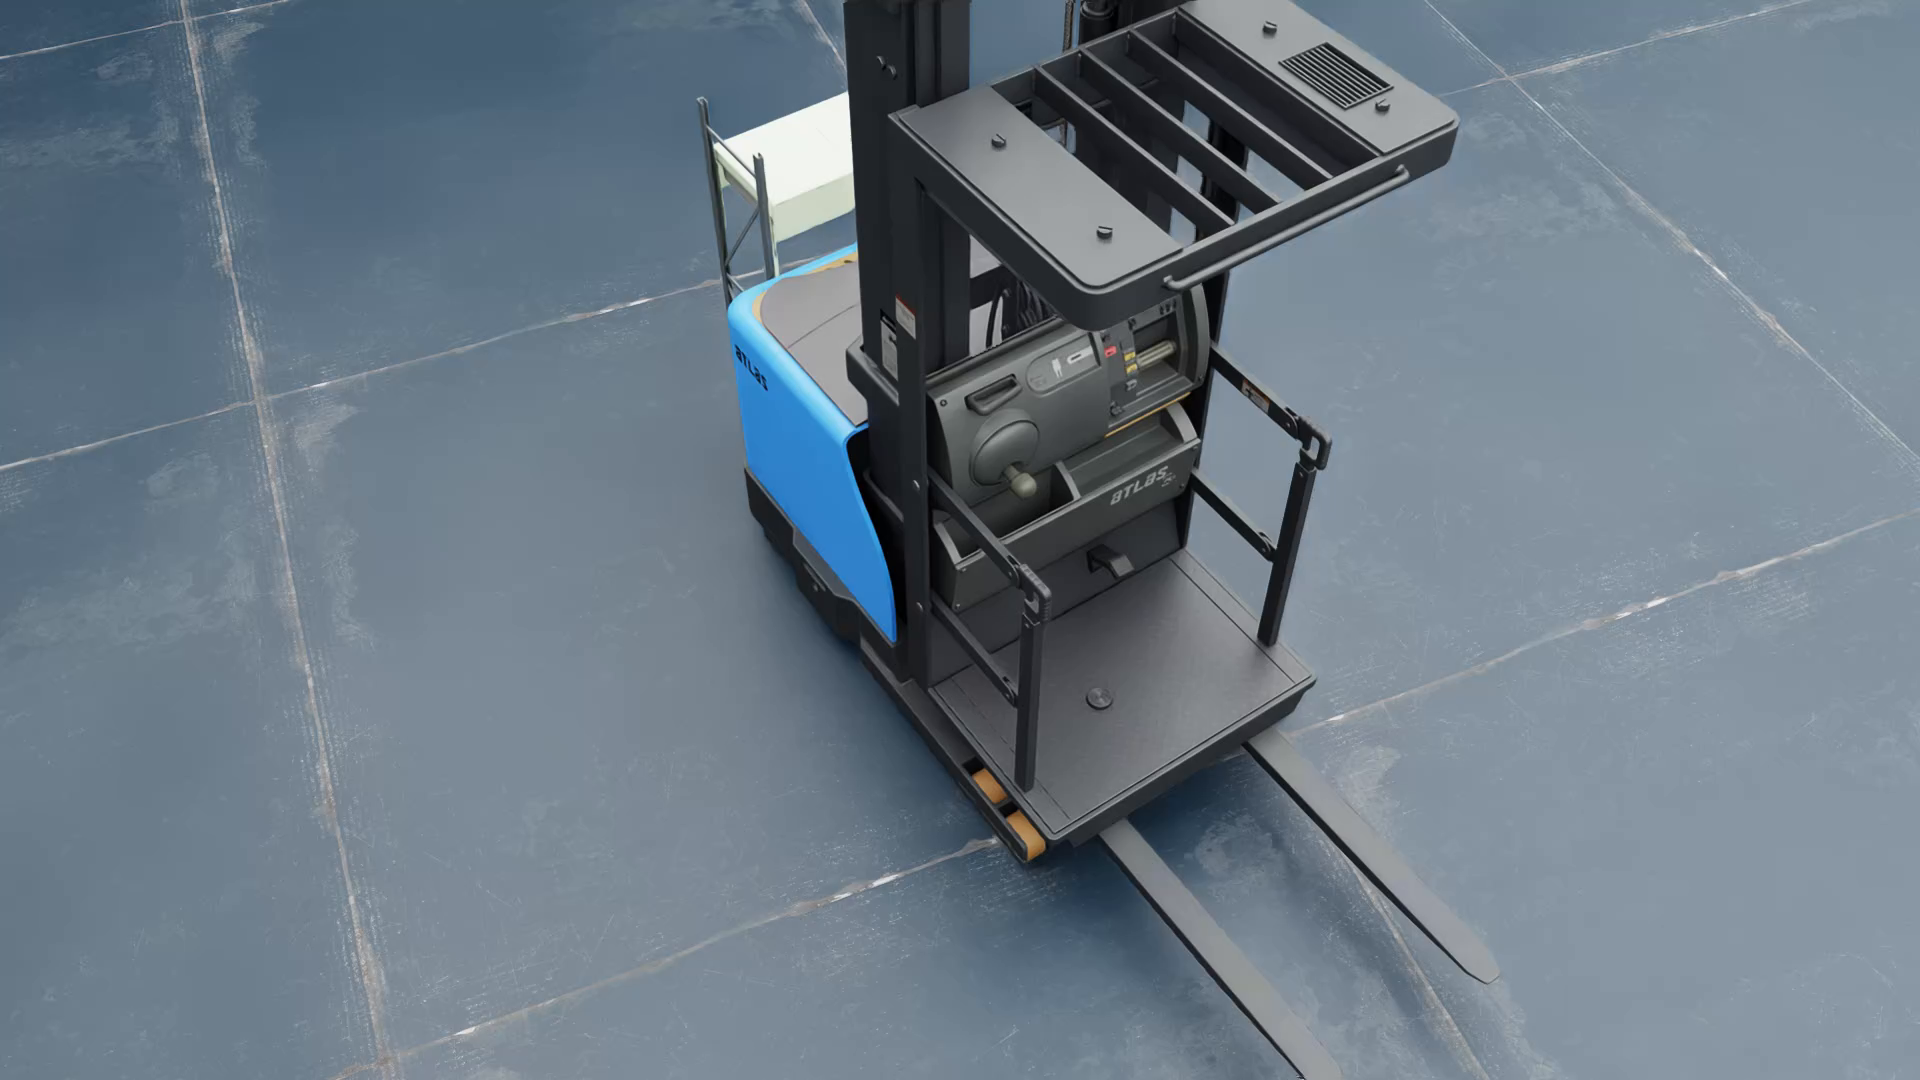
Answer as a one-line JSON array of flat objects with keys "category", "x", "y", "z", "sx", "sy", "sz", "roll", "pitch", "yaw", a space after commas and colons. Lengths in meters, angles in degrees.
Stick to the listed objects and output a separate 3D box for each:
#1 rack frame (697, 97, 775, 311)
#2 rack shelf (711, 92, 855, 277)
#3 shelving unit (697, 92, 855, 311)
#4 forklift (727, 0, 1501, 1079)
[{"category": "rack frame", "x": -0.753, "y": -0.860, "z": 6.000, "sx": 0.023, "sy": 1.500, "sz": 0.400, "roll": -28, "pitch": 55, "yaw": -22}, {"category": "rack shelf", "x": -0.453, "y": -1.274, "z": 5.841, "sx": 0.720, "sy": 0.370, "sz": 0.431, "roll": -28, "pitch": 55, "yaw": -22}, {"category": "shelving unit", "x": -0.453, "y": -1.019, "z": 6.137, "sx": 0.755, "sy": 1.500, "sz": 0.431, "roll": -28, "pitch": 55, "yaw": -22}, {"category": "forklift", "x": 0.454, "y": -0.344, "z": 4.613, "sx": 1.130, "sy": 2.935, "sz": 3.031, "roll": -27, "pitch": 55, "yaw": -22}]
